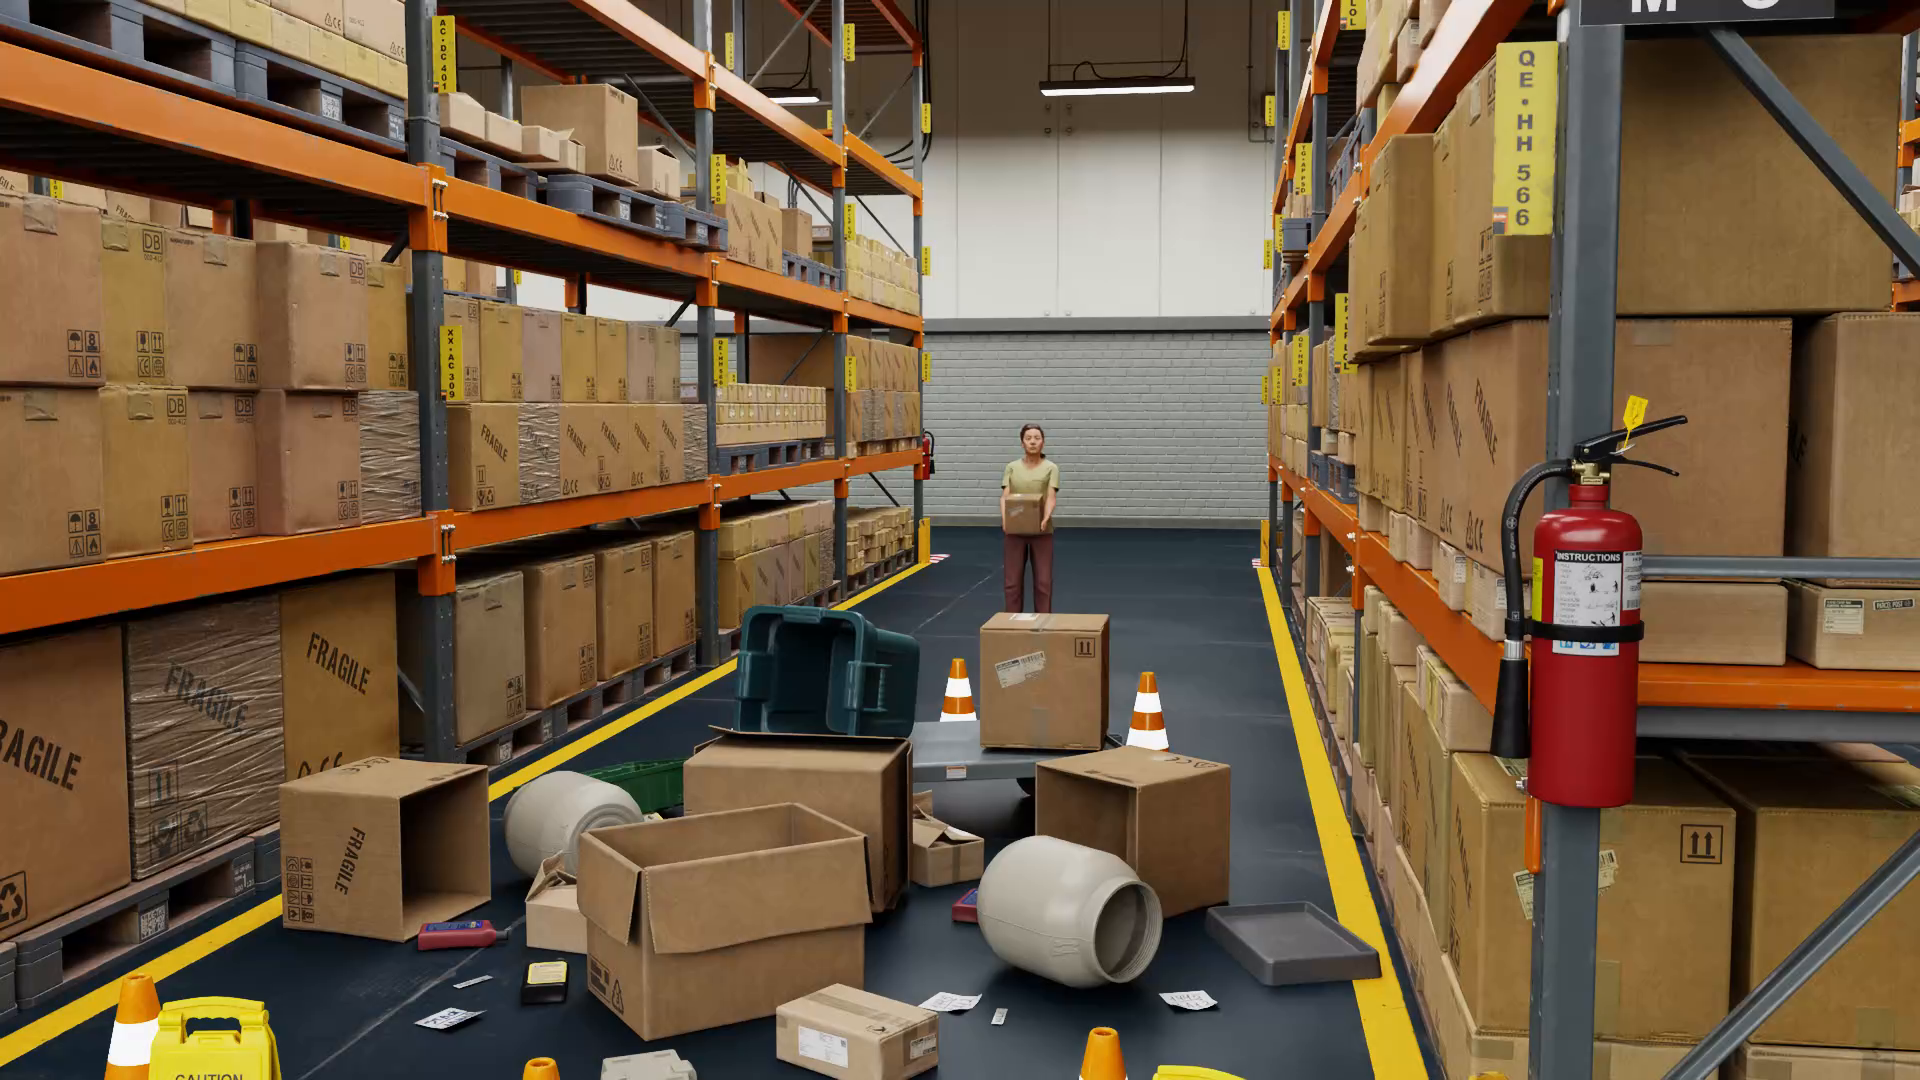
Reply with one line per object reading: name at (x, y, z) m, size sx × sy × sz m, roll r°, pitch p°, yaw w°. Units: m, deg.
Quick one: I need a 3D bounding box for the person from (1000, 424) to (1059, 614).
person at (0.504, -0.018, 12.164) m, size 0.426 × 1.661 × 0.554 m, roll 1°, pitch 5°, yaw 9°
